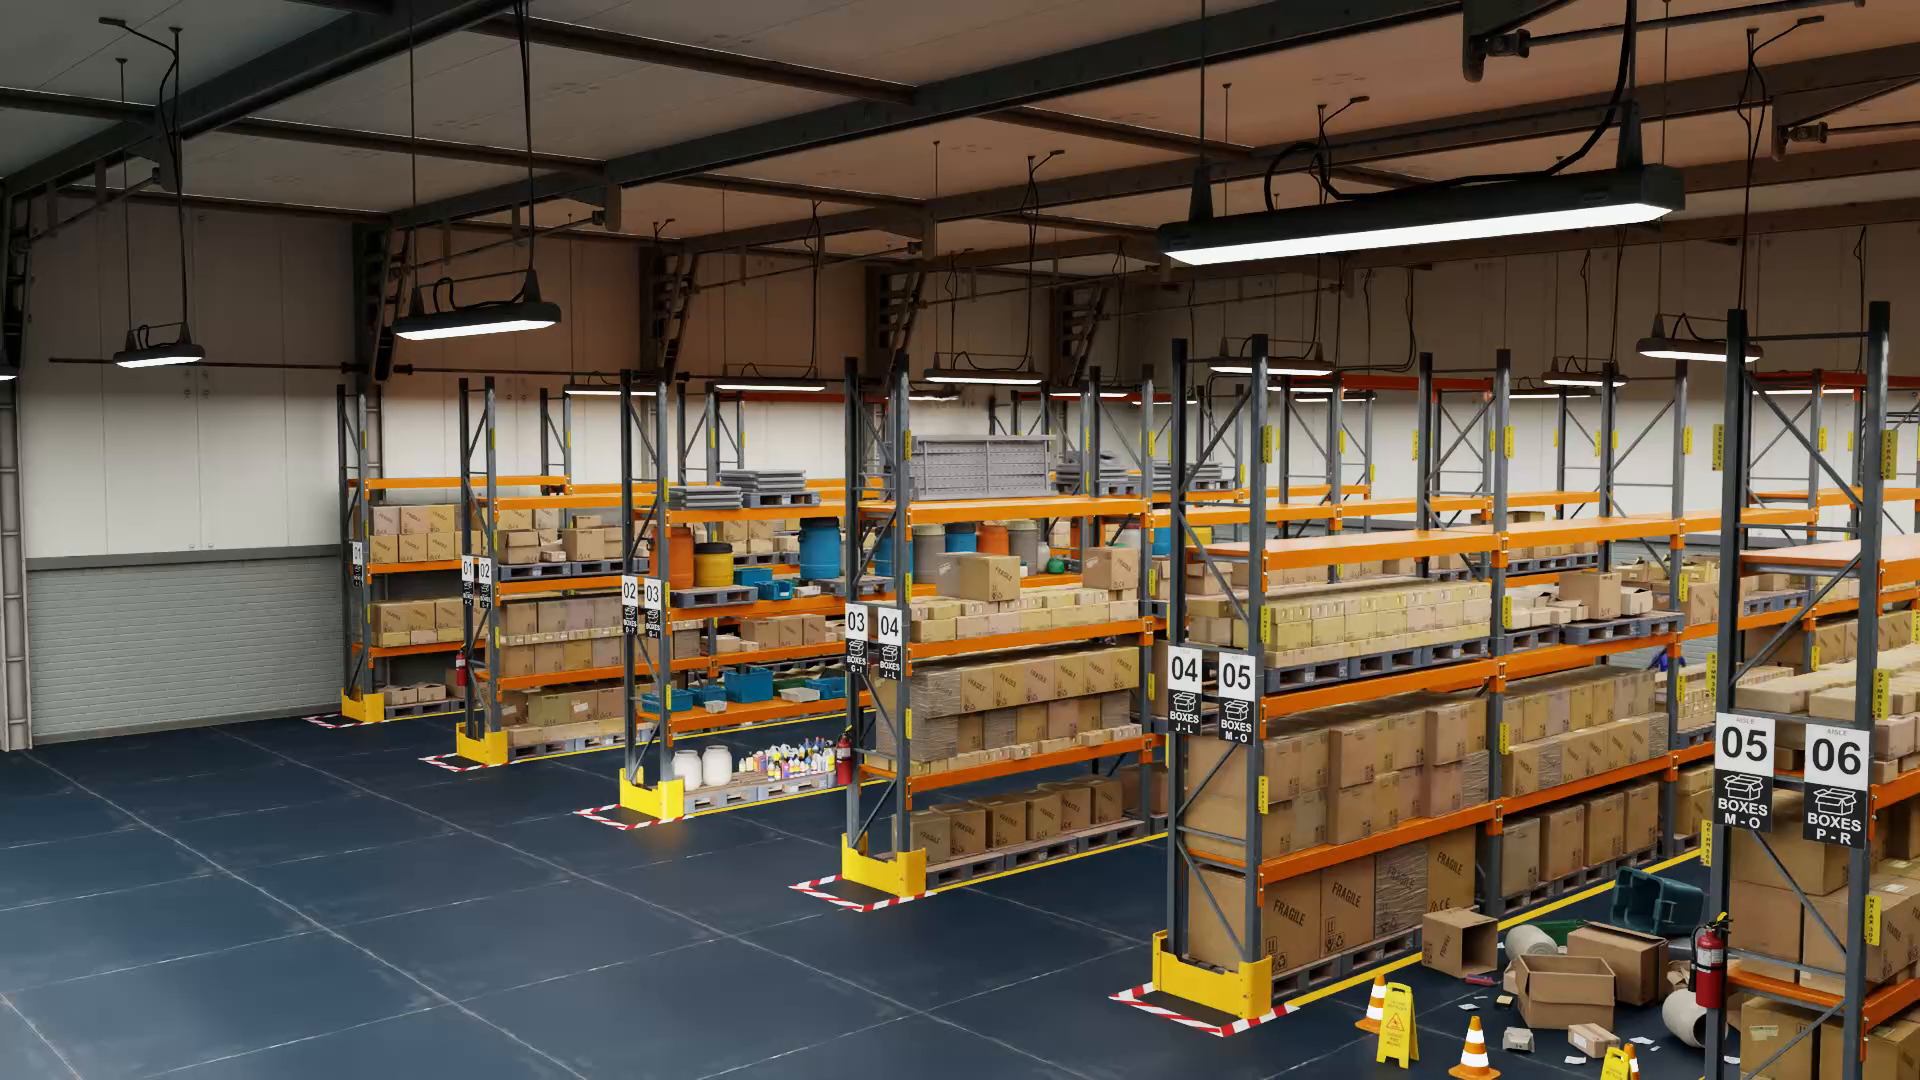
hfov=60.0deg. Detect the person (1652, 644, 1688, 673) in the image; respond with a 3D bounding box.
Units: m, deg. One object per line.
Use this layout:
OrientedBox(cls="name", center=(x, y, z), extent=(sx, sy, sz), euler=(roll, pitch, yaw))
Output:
OrientedBox(cls="person", center=(12.380, 2.487, 28.871), extent=(0.720, 1.560, 0.547), euler=(0, 4, 5))
